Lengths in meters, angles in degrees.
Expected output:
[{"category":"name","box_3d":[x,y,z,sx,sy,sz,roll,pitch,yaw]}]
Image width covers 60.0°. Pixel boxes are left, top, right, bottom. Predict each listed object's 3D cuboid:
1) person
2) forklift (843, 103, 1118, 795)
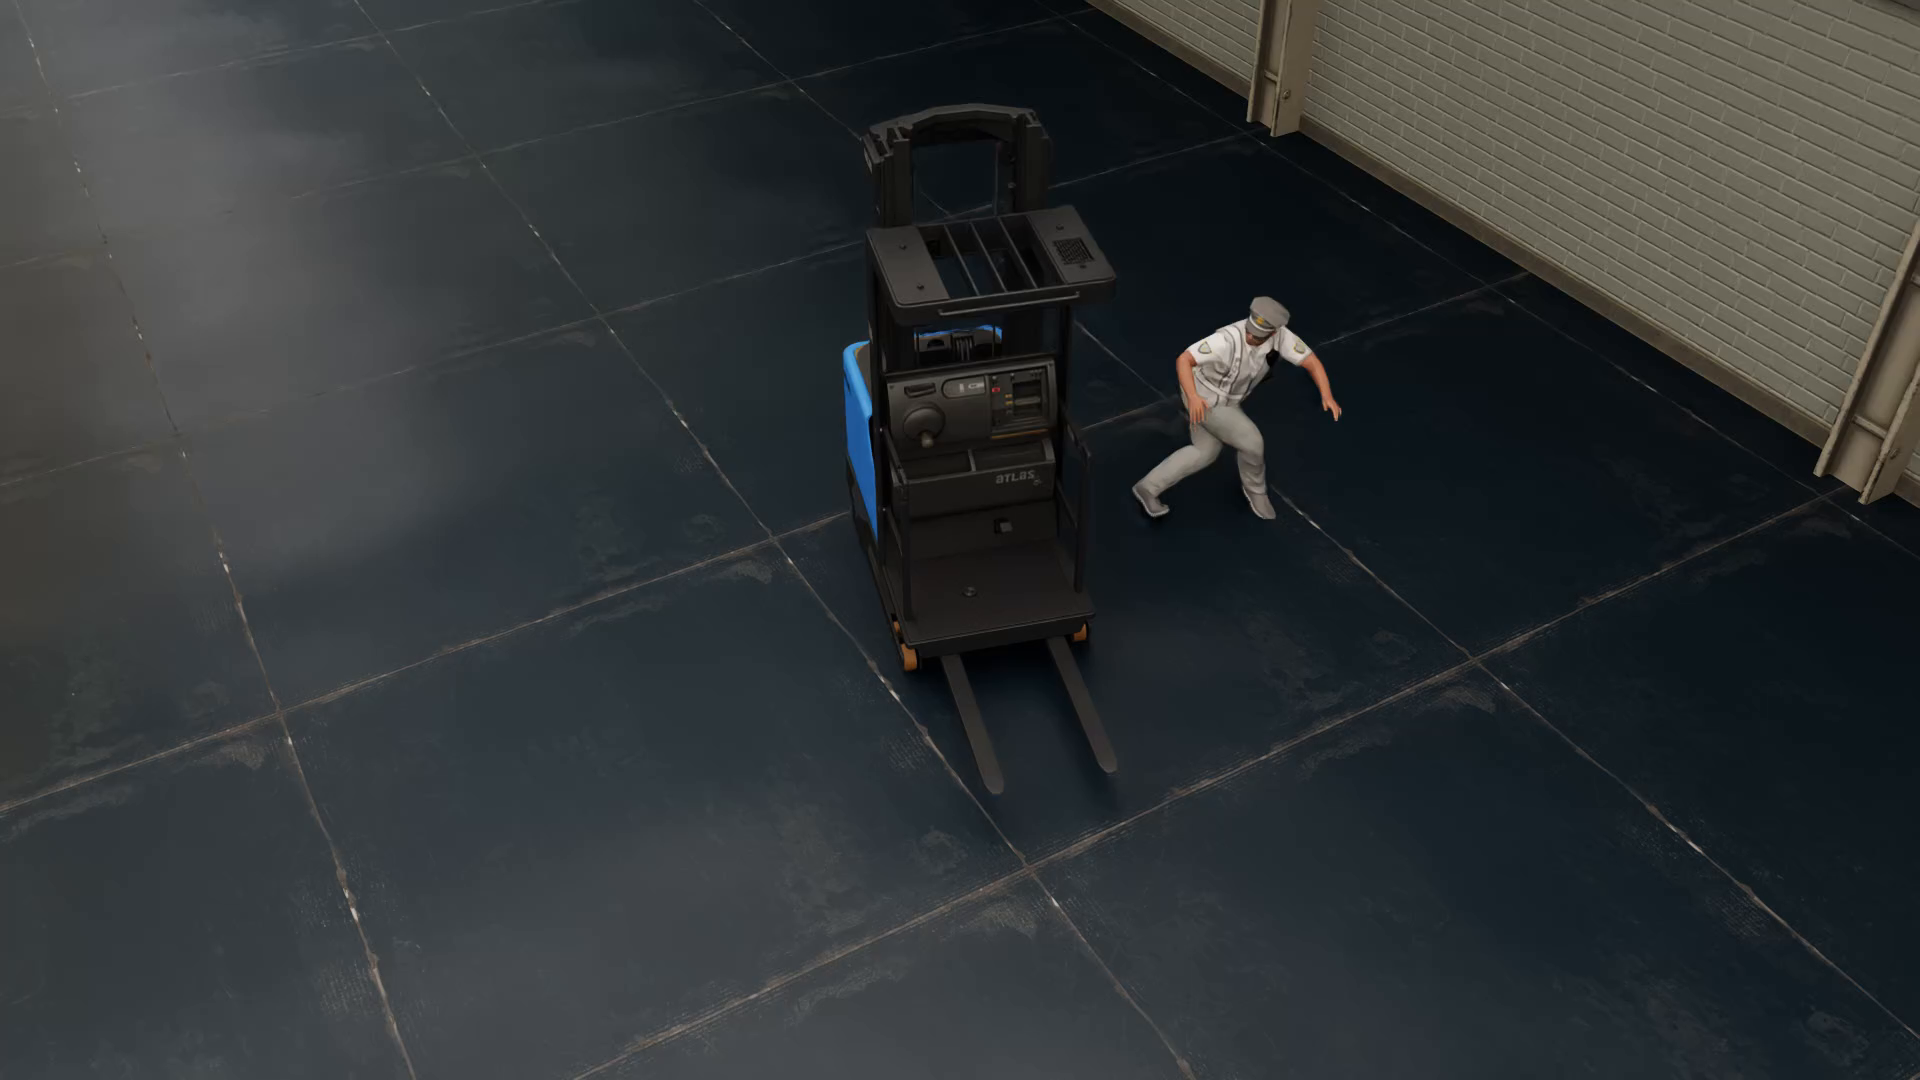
[{"category":"person","box_3d":[1.680,-0.717,10.038,1.118,1.556,0.950,24,45,26]},{"category":"forklift","box_3d":[0.124,-0.656,8.827,1.130,2.935,3.031,-9,41,-11]}]
